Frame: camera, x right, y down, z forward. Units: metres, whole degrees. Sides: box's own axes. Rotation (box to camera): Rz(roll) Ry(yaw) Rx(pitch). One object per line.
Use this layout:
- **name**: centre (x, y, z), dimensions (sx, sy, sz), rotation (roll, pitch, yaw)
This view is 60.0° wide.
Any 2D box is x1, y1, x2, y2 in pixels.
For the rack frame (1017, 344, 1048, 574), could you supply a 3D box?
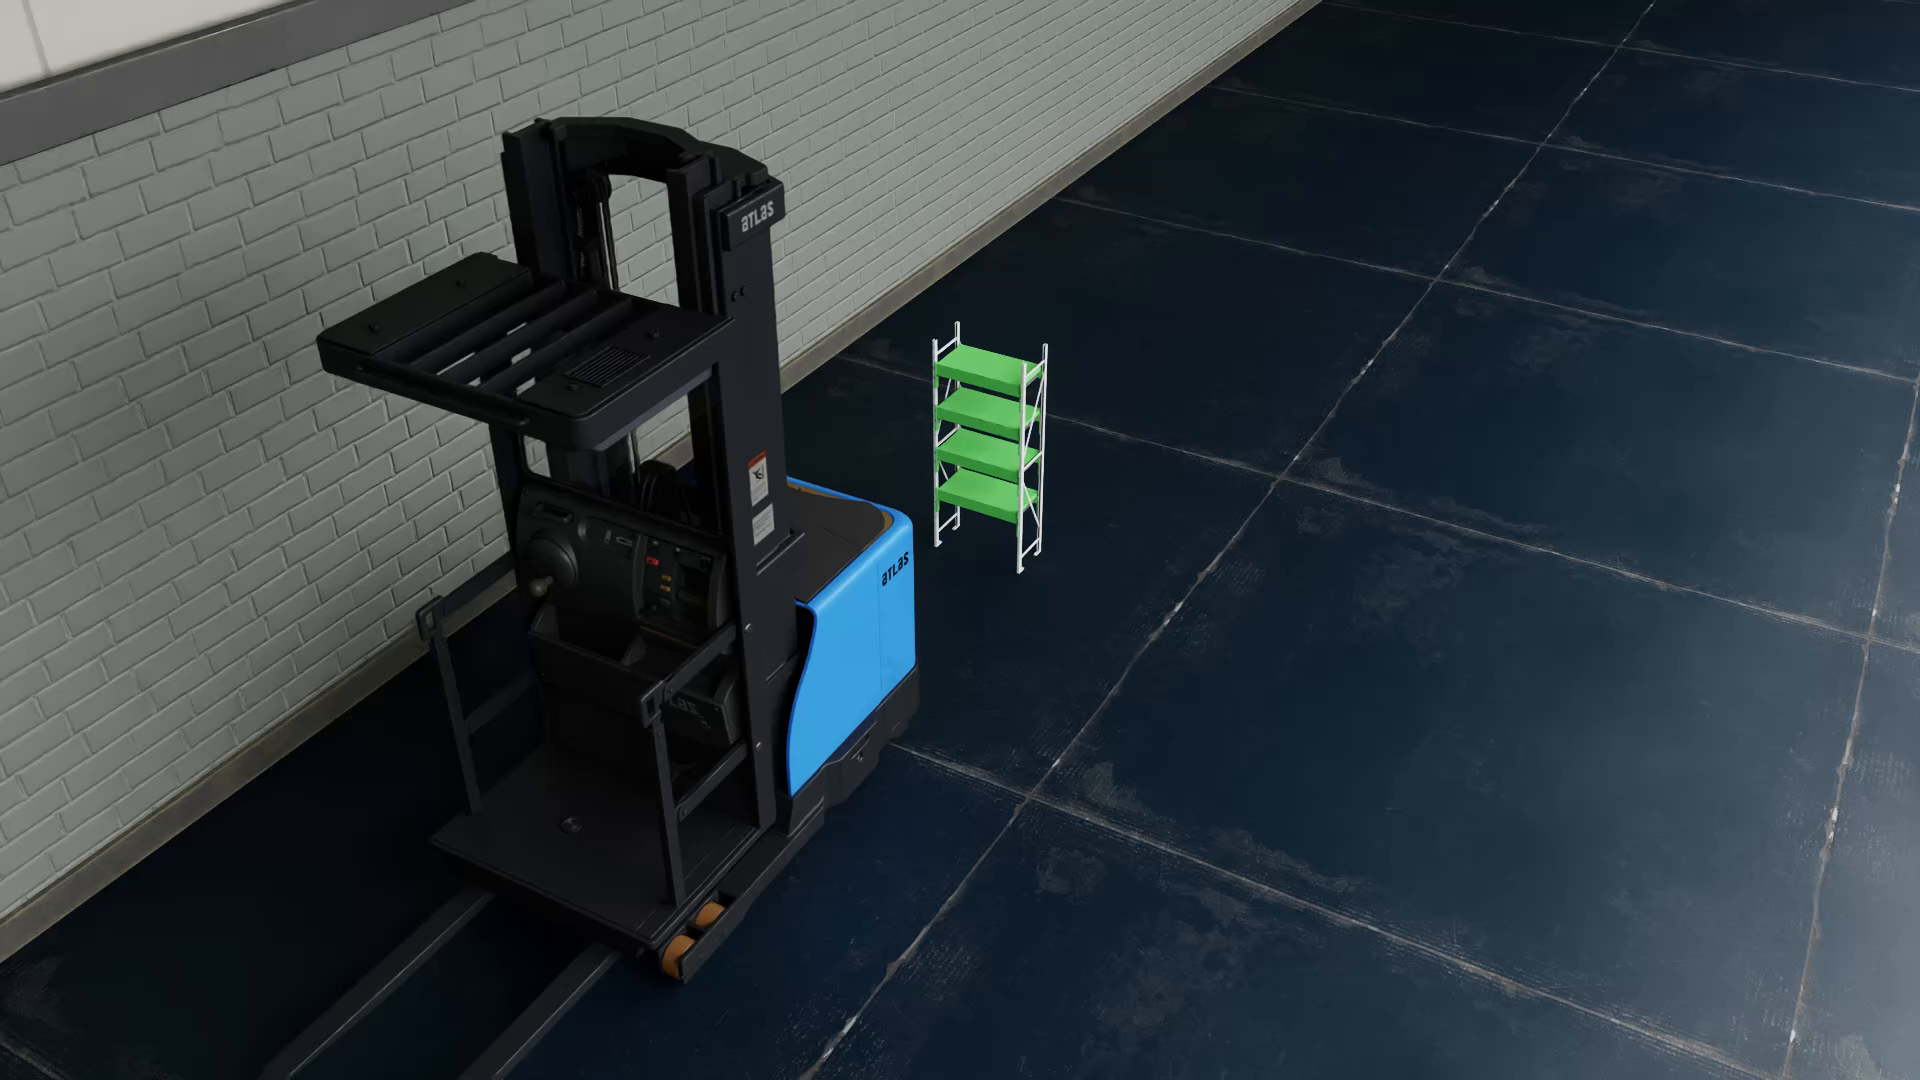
- **rack frame**: centre (0.356, -0.387, 8.248), dimensions (0.015, 1.200, 0.240), rotation (18, 37, 24)

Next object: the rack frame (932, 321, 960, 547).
- **rack frame**: centre (-0.068, -0.521, 8.450), dimensions (0.015, 1.200, 0.240), rotation (18, 37, 24)

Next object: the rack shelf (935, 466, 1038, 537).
- **rack shelf**: centre (0.144, -0.201, 8.518), dimensions (0.480, 0.148, 0.258), rotation (18, 37, 24)

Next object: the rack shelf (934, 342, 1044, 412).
- **rack shelf**: centre (0.144, -0.800, 8.118), dimensions (0.480, 0.148, 0.258), rotation (18, 37, 24)

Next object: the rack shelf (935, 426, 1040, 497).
- **rack shelf**: centre (0.144, -0.401, 8.384), dimensions (0.480, 0.148, 0.258), rotation (18, 37, 24)

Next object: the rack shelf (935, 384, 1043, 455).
- **rack shelf**: centre (0.144, -0.600, 8.251), dimensions (0.480, 0.148, 0.258), rotation (18, 37, 24)

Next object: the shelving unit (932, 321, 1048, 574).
- **shelving unit**: centre (0.144, -0.454, 8.349), dimensions (0.503, 1.200, 0.258), rotation (18, 37, 24)

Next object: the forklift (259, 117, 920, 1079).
- **forklift**: centre (-1.340, 0.147, 5.885), dimensions (1.130, 2.935, 3.031), rotation (17, 37, 24)
